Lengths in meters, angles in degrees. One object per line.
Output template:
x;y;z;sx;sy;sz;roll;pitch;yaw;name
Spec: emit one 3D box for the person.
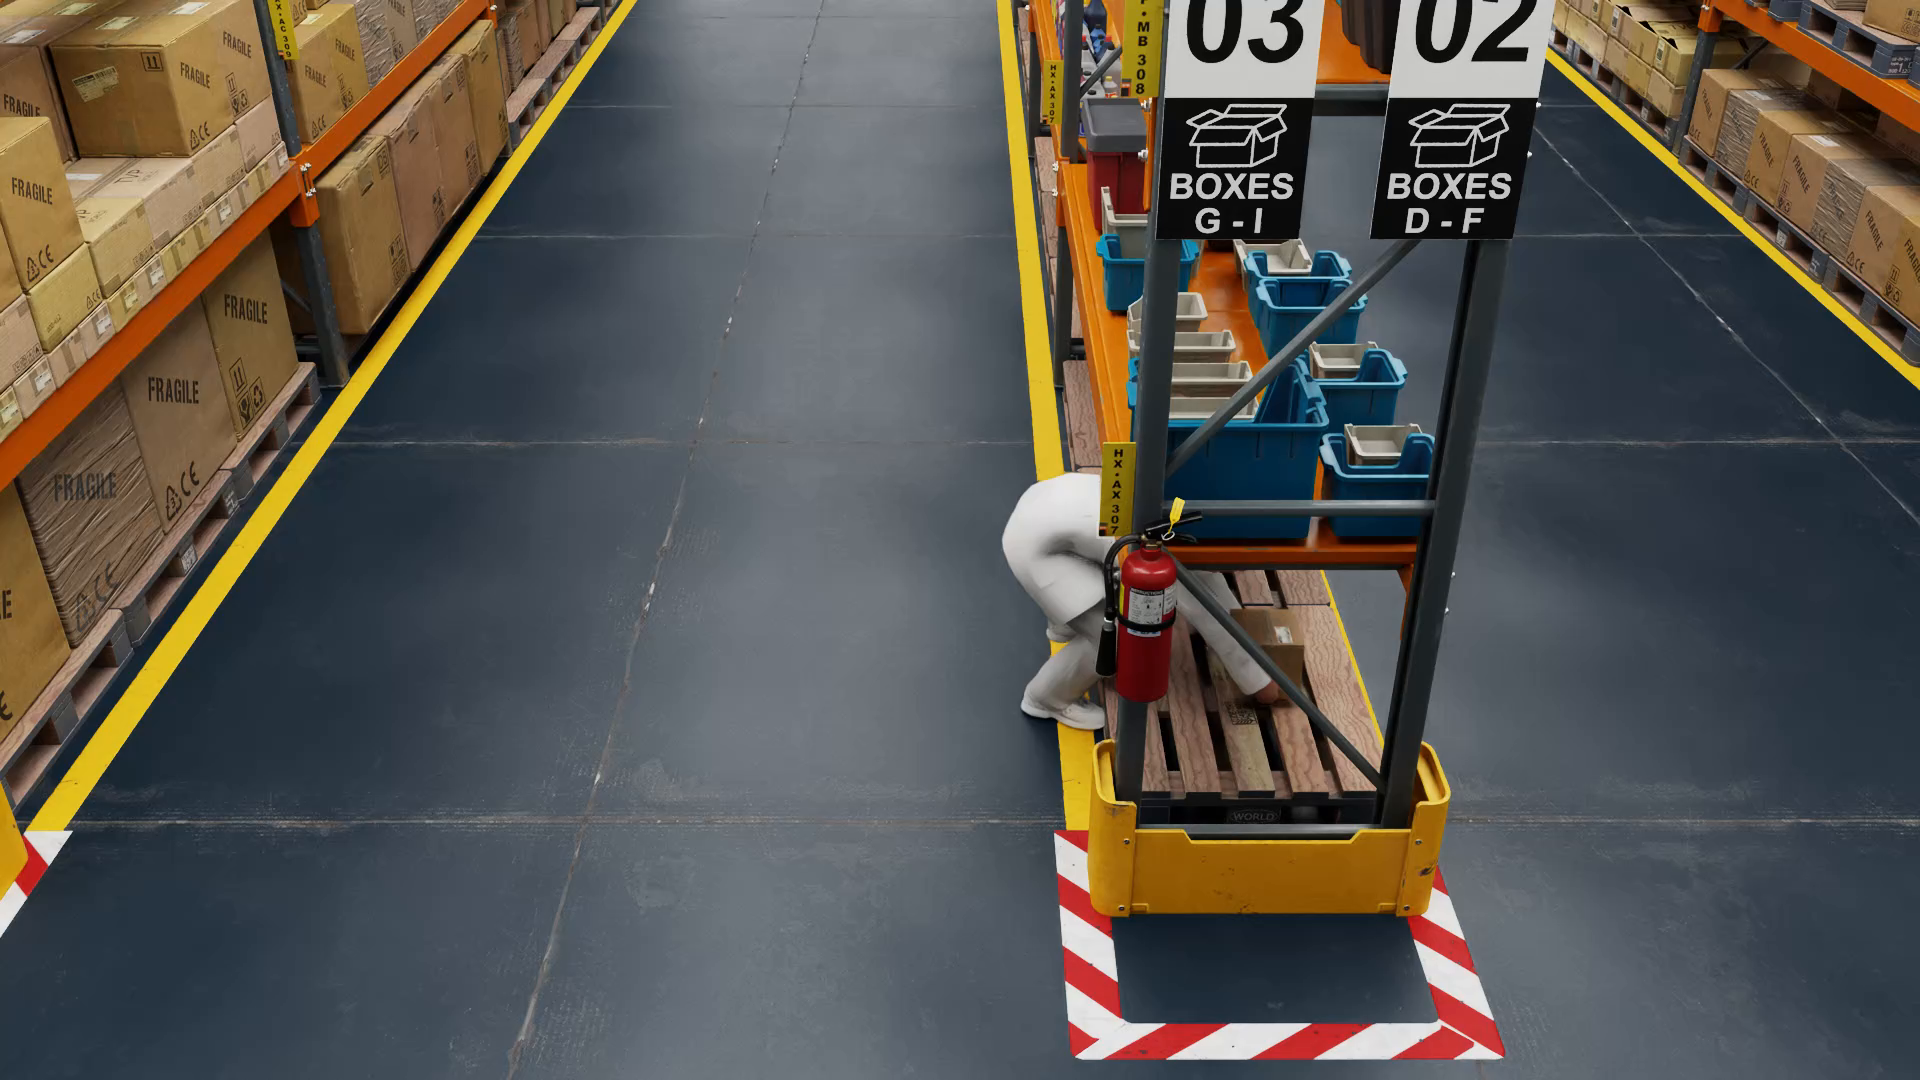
0.741;0.249;6.467;1.163;1.017;0.600;7;32;12;person
